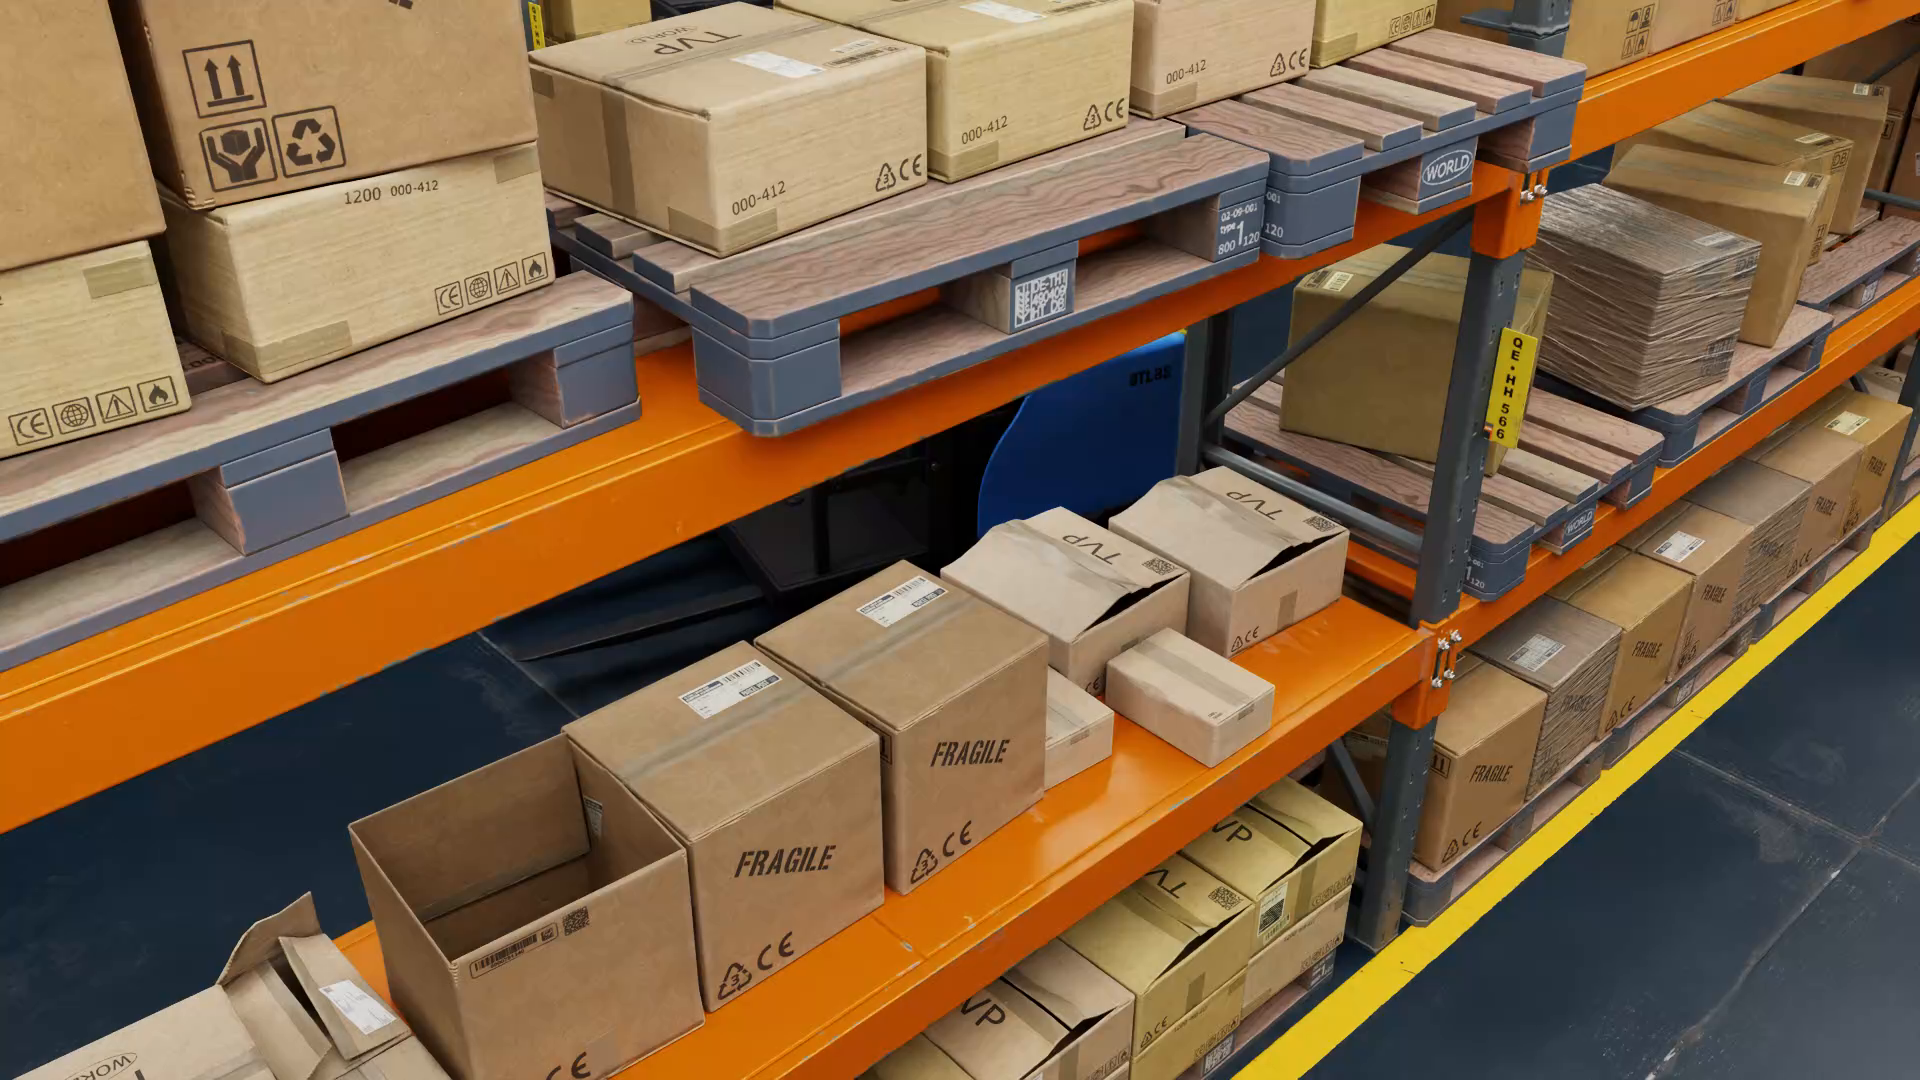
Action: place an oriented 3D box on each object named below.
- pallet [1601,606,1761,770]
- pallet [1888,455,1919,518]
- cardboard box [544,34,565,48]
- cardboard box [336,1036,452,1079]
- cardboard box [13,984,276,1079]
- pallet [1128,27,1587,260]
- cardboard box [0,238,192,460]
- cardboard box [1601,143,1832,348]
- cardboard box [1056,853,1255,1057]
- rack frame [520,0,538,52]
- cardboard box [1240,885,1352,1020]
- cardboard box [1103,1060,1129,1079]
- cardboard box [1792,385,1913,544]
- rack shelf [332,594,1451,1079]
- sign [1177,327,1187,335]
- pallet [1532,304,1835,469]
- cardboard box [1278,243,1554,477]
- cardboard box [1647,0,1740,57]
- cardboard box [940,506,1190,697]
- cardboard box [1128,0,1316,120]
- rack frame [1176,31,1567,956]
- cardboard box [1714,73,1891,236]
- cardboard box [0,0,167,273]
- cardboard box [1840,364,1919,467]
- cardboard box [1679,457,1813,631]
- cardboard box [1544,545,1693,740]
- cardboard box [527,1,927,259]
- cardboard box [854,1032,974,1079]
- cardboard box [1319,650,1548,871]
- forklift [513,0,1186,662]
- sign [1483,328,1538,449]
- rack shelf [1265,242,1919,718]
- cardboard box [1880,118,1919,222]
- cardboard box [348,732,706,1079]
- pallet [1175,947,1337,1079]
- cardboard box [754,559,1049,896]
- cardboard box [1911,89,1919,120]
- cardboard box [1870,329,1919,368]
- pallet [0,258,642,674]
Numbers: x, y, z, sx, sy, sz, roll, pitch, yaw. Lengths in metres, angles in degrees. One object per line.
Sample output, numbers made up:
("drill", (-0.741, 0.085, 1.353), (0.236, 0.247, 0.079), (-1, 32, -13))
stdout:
("pallet", (2.549, 0.391, 6.908), (1.213, 0.211, 1.003), (-26, 40, -35))
("pallet", (4.518, -0.590, 8.513), (1.213, 0.211, 1.003), (-26, 40, -35))
("cardboard box", (-1.760, -2.264, 8.177), (0.500, 0.500, 0.500), (-24, 39, -34))
("cardboard box", (-1.063, 1.172, 3.199), (0.250, 0.149, 0.380), (-26, 40, -35))
("cardboard box", (-1.521, 1.174, 3.099), (0.500, 0.250, 0.500), (-23, 38, -33))
("pallet", (0.644, -1.042, 3.884), (1.003, 0.211, 1.213), (-24, 39, -33))
("cardboard box", (-1.394, -0.309, 2.245), (0.500, 0.250, 0.500), (-21, 37, -31))
("cardboard box", (2.761, -1.108, 6.188), (0.700, 0.500, 0.500), (18, 36, 27))
("cardboard box", (0.488, 1.104, 4.765), (0.500, 0.311, 0.500), (-27, 40, -36))
("rack frame", (-2.290, -2.011, 8.164), (0.127, 3.000, 1.000), (-26, 40, -35))
("cardboard box", (0.861, 1.156, 5.217), (0.500, 0.250, 0.500), (-25, 39, -34))
("cardboard box", (0.115, 1.518, 4.626), (0.500, 0.250, 0.500), (-25, 39, -34))
("cardboard box", (3.847, -0.373, 7.459), (0.500, 0.500, 0.500), (-26, 40, -36))
("rack shelf", (-0.385, 0.899, 4.095), (4.000, 0.370, 1.077), (-26, 40, -35))
("sign", (0.705, -0.782, 5.120), (0.005, 0.325, 0.100), (-26, 40, -35))
("pallet", (2.504, -0.727, 6.248), (1.213, 0.211, 1.003), (-26, 40, -35))
("cardboard box", (1.466, -0.606, 5.367), (0.700, 0.500, 0.500), (15, 35, 23))
("cardboard box", (1.752, -1.789, 4.829), (0.500, 0.500, 0.910), (-26, 40, -35))
("cardboard box", (0.294, 0.163, 4.693), (0.500, 0.311, 0.500), (-26, 40, -36))
("cardboard box", (0.415, -1.137, 3.601), (0.500, 0.250, 0.500), (-25, 39, -34))
("rack frame", (1.081, -0.118, 5.067), (0.127, 3.000, 1.000), (-26, 40, -35))
("cardboard box", (3.515, -1.676, 7.117), (0.700, 0.500, 0.500), (15, 35, 23))
("cardboard box", (-1.373, -0.617, 2.031), (0.500, 0.500, 0.500), (-25, 40, -35))
("cardboard box", (4.469, -0.643, 8.082), (0.500, 0.311, 0.500), (-26, 40, -35))
("cardboard box", (3.111, -0.023, 6.887), (0.500, 0.500, 0.500), (-25, 39, -35))
("cardboard box", (2.360, 0.345, 6.285), (0.500, 0.500, 0.500), (-26, 40, -36))
("cardboard box", (-0.408, -0.749, 2.965), (0.500, 0.250, 0.500), (25, 40, 35))
("cardboard box", (-0.253, 1.459, 4.185), (0.500, 0.311, 0.500), (-25, 39, -34))
("cardboard box", (1.609, 0.709, 5.690), (0.500, 0.500, 0.500), (-24, 39, -34))
("forklift", (-0.557, -1.101, 6.742), (3.031, 2.935, 1.130), (-15, 35, -23))
("sign", (1.461, -0.401, 4.420), (0.005, 0.325, 0.100), (-26, 40, -35))
("rack shelf", (2.548, -0.520, 6.415), (4.000, 0.370, 1.077), (-26, 40, -35))
("cardboard box", (4.573, -1.656, 7.487), (0.500, 0.500, 0.500), (-25, 39, -34))
("cardboard box", (-0.891, 0.805, 3.462), (0.500, 0.500, 0.500), (-23, 38, -32))
("pallet", (0.451, 1.349, 5.342), (1.213, 0.211, 1.003), (-26, 40, -35))
("cardboard box", (-0.138, 0.441, 4.058), (0.500, 0.500, 0.500), (27, 40, 36))
("cardboard box", (4.551, -2.065, 7.198), (0.500, 0.500, 0.500), (-25, 39, -34))
("cardboard box", (4.789, -1.154, 8.917), (0.500, 0.311, 0.500), (-26, 40, -35))
("pallet", (-1.214, -0.215, 2.534), (0.805, 0.209, 1.217), (27, 41, 37))
